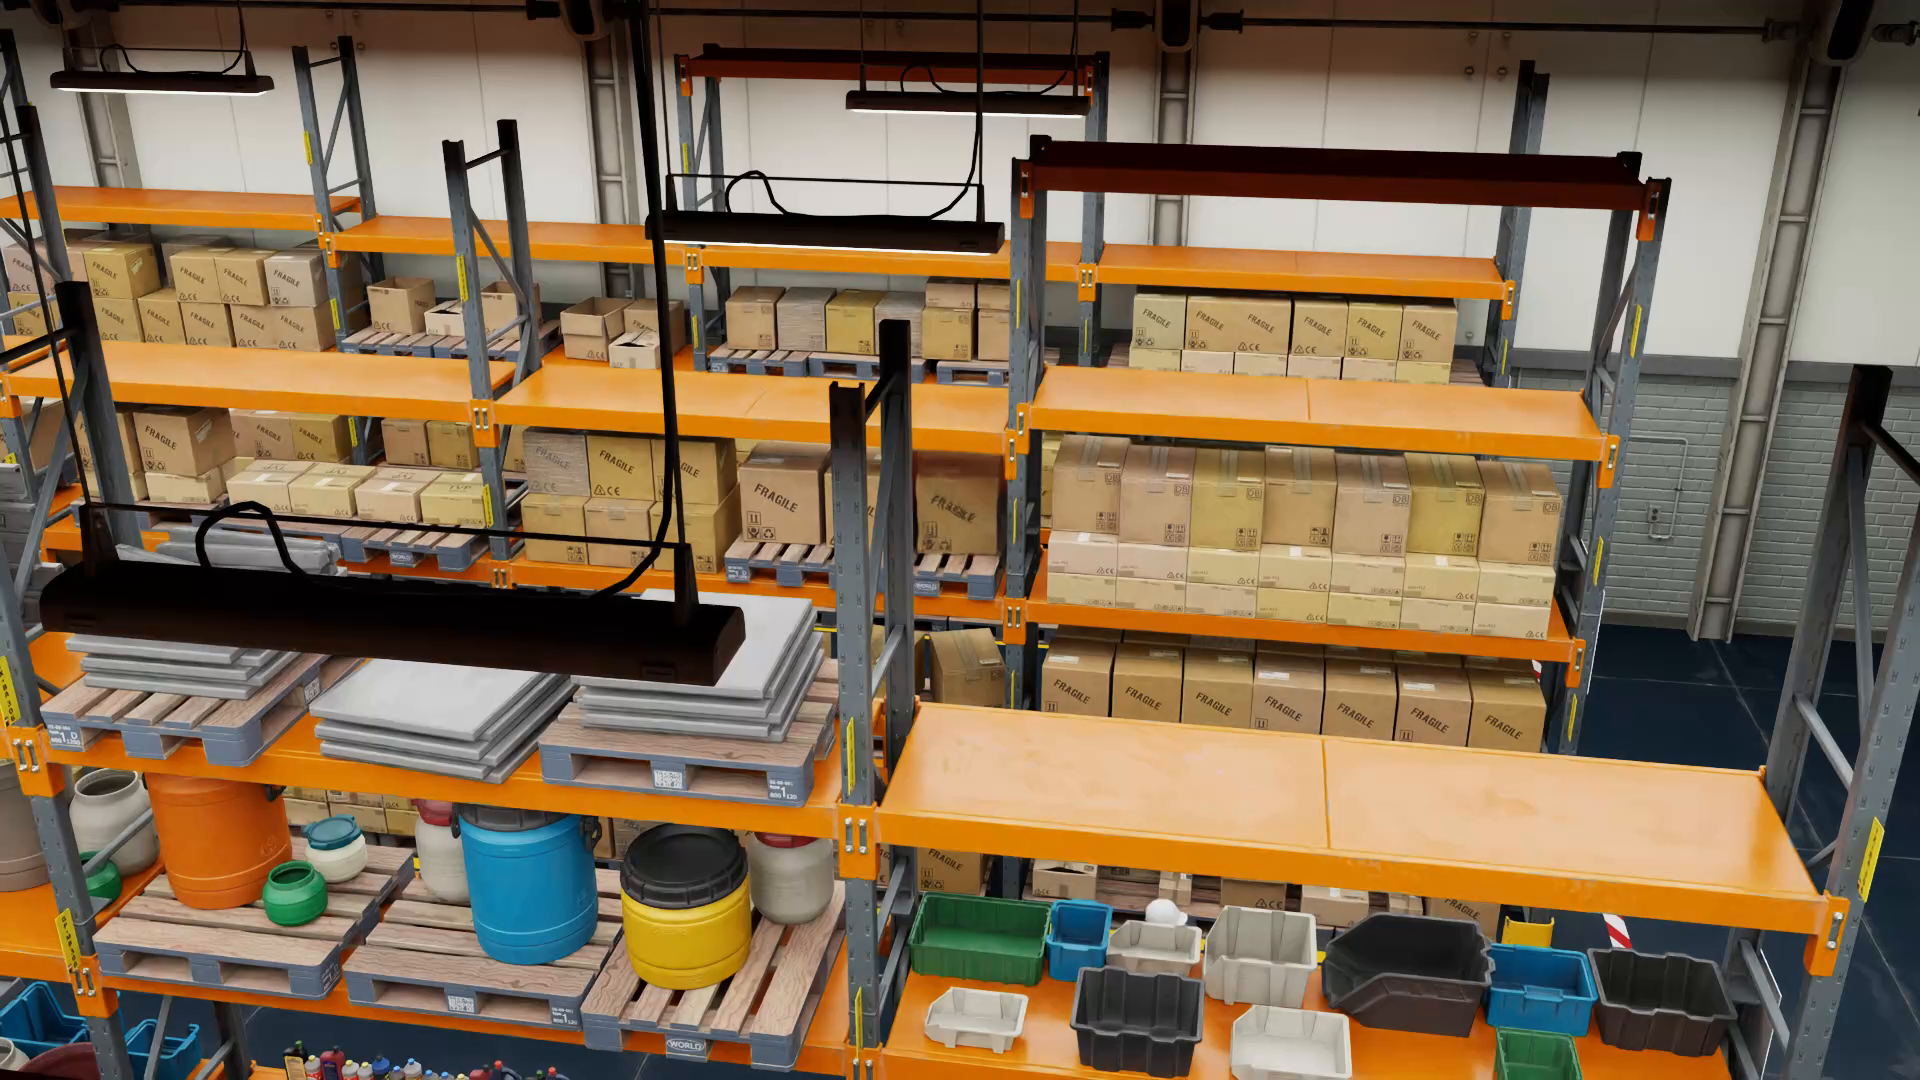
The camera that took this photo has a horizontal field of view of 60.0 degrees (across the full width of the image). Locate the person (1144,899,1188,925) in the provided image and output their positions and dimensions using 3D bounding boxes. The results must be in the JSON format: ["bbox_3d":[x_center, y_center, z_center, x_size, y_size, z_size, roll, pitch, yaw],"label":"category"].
[{"bbox_3d":[1.278,3.101,10.819,0.767,1.786,0.581,8,24,19],"label":"person"}]
